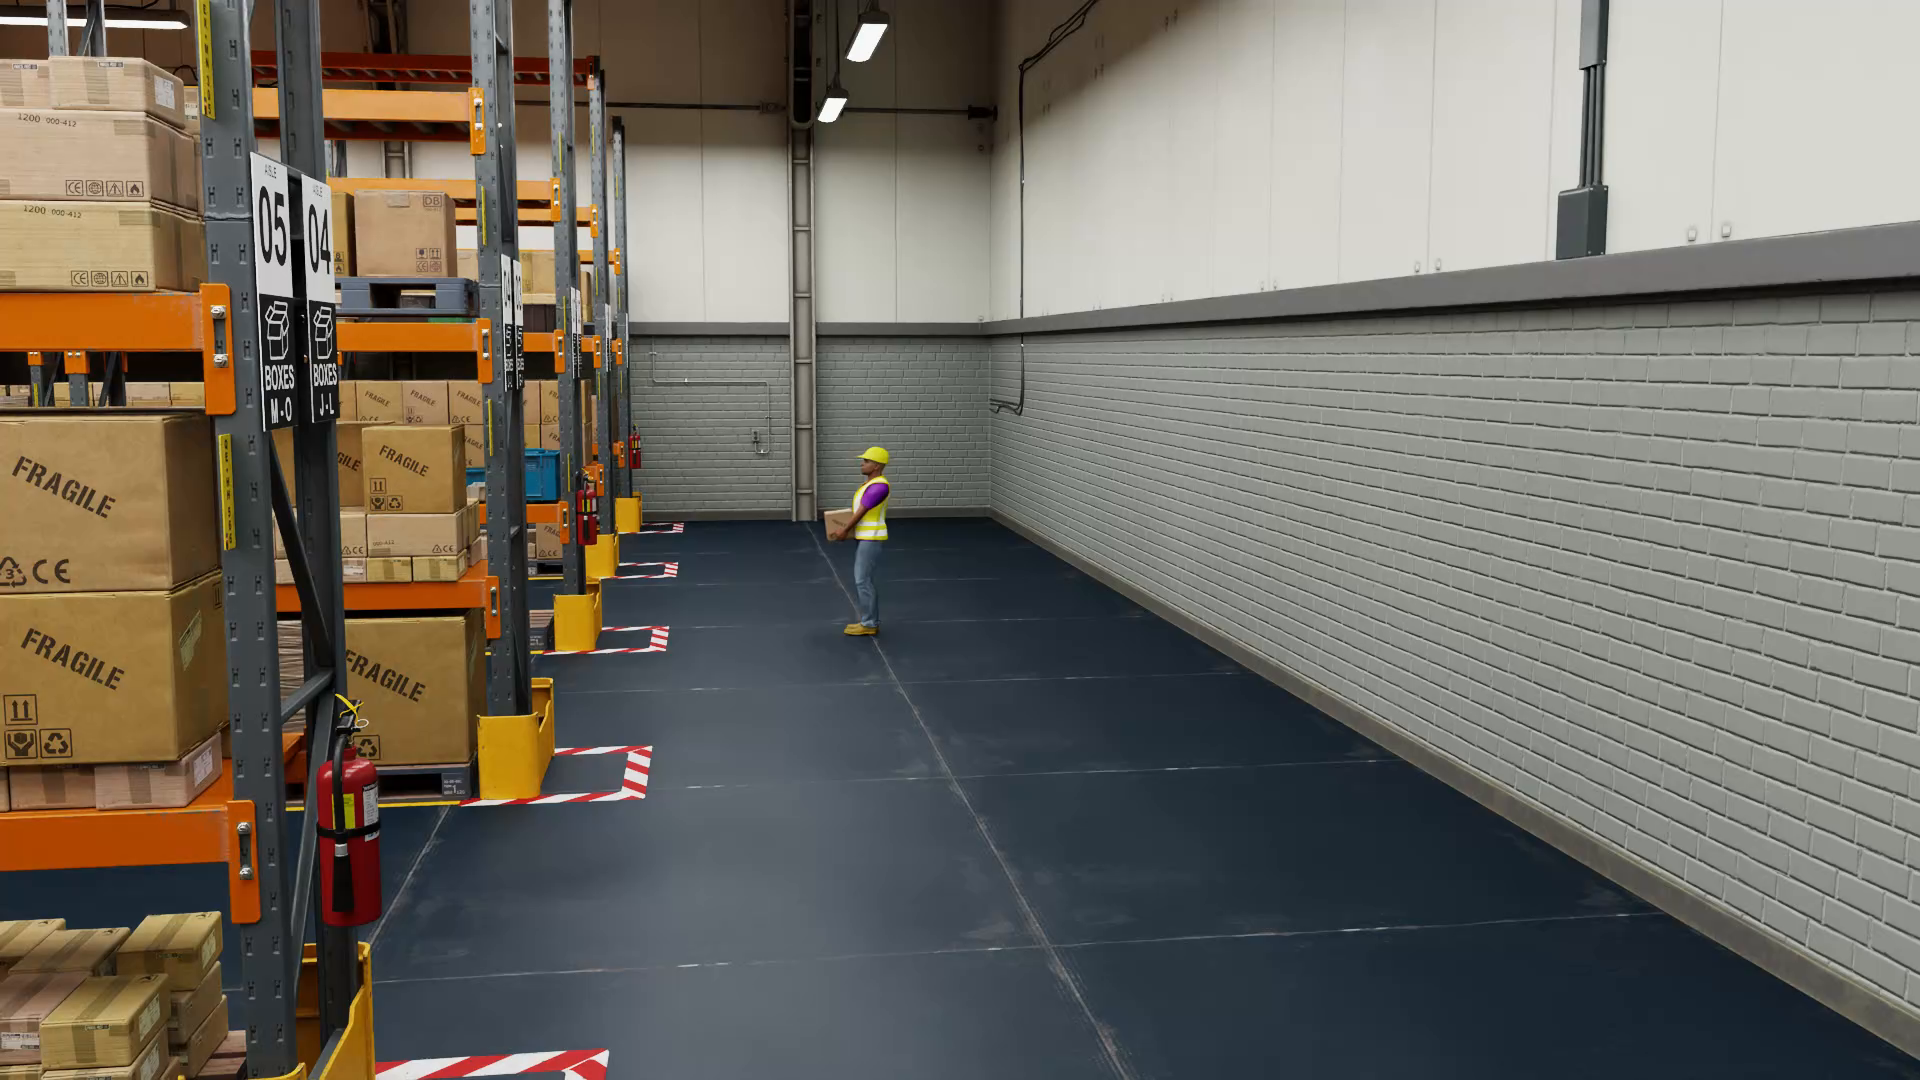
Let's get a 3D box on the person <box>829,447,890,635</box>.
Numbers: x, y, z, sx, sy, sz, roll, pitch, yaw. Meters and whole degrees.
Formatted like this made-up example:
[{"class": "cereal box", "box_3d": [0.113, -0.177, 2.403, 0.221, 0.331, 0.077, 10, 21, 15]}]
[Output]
[{"class": "person", "box_3d": [-0.944, 0.007, 15.573, 0.587, 1.761, 0.502, -1, 7, -8]}]
